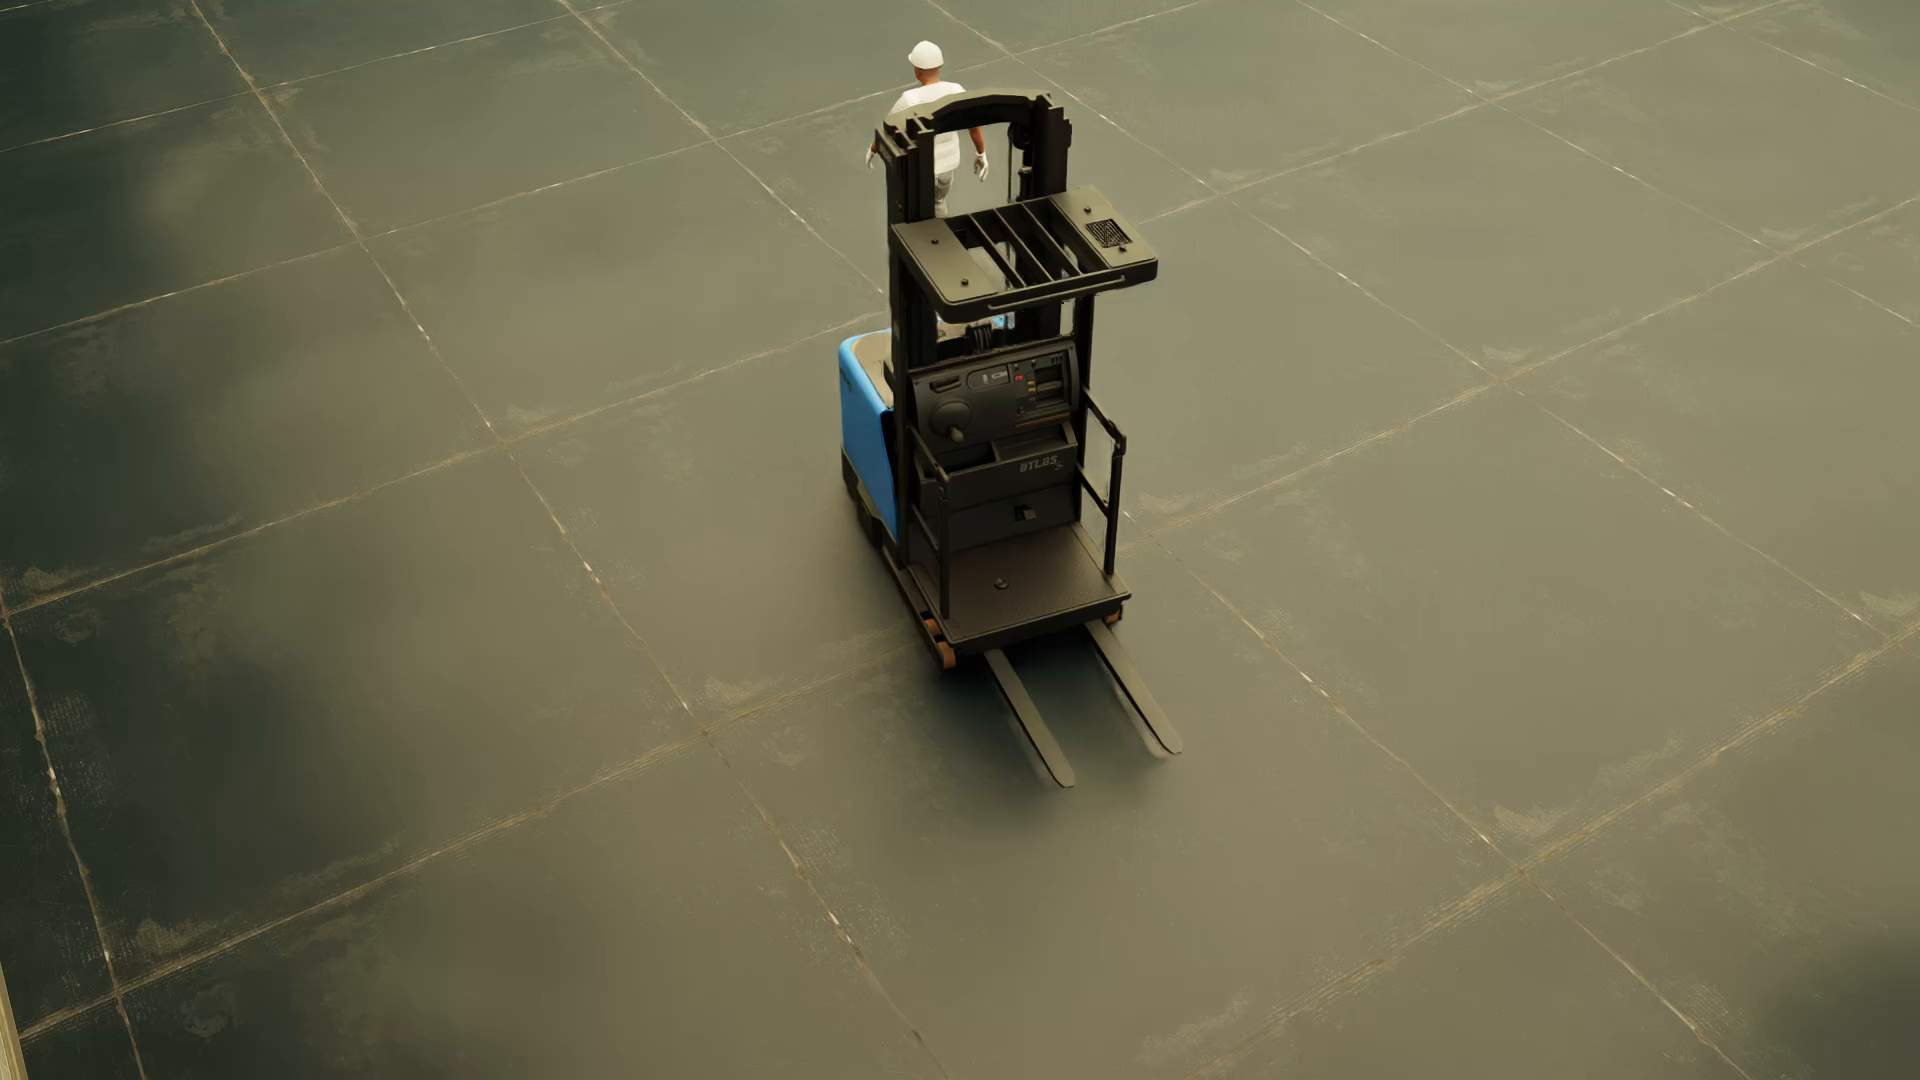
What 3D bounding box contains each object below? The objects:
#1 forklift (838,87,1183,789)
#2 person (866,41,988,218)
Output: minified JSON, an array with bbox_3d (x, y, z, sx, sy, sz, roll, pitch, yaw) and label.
[{"bbox_3d":[0.276,-0.698,8.670,1.130,2.935,3.031,-15,43,-16],"label":"forklift"},{"bbox_3d":[-0.218,-2.684,11.829,0.797,1.765,0.543,-20,45,-22],"label":"person"}]
